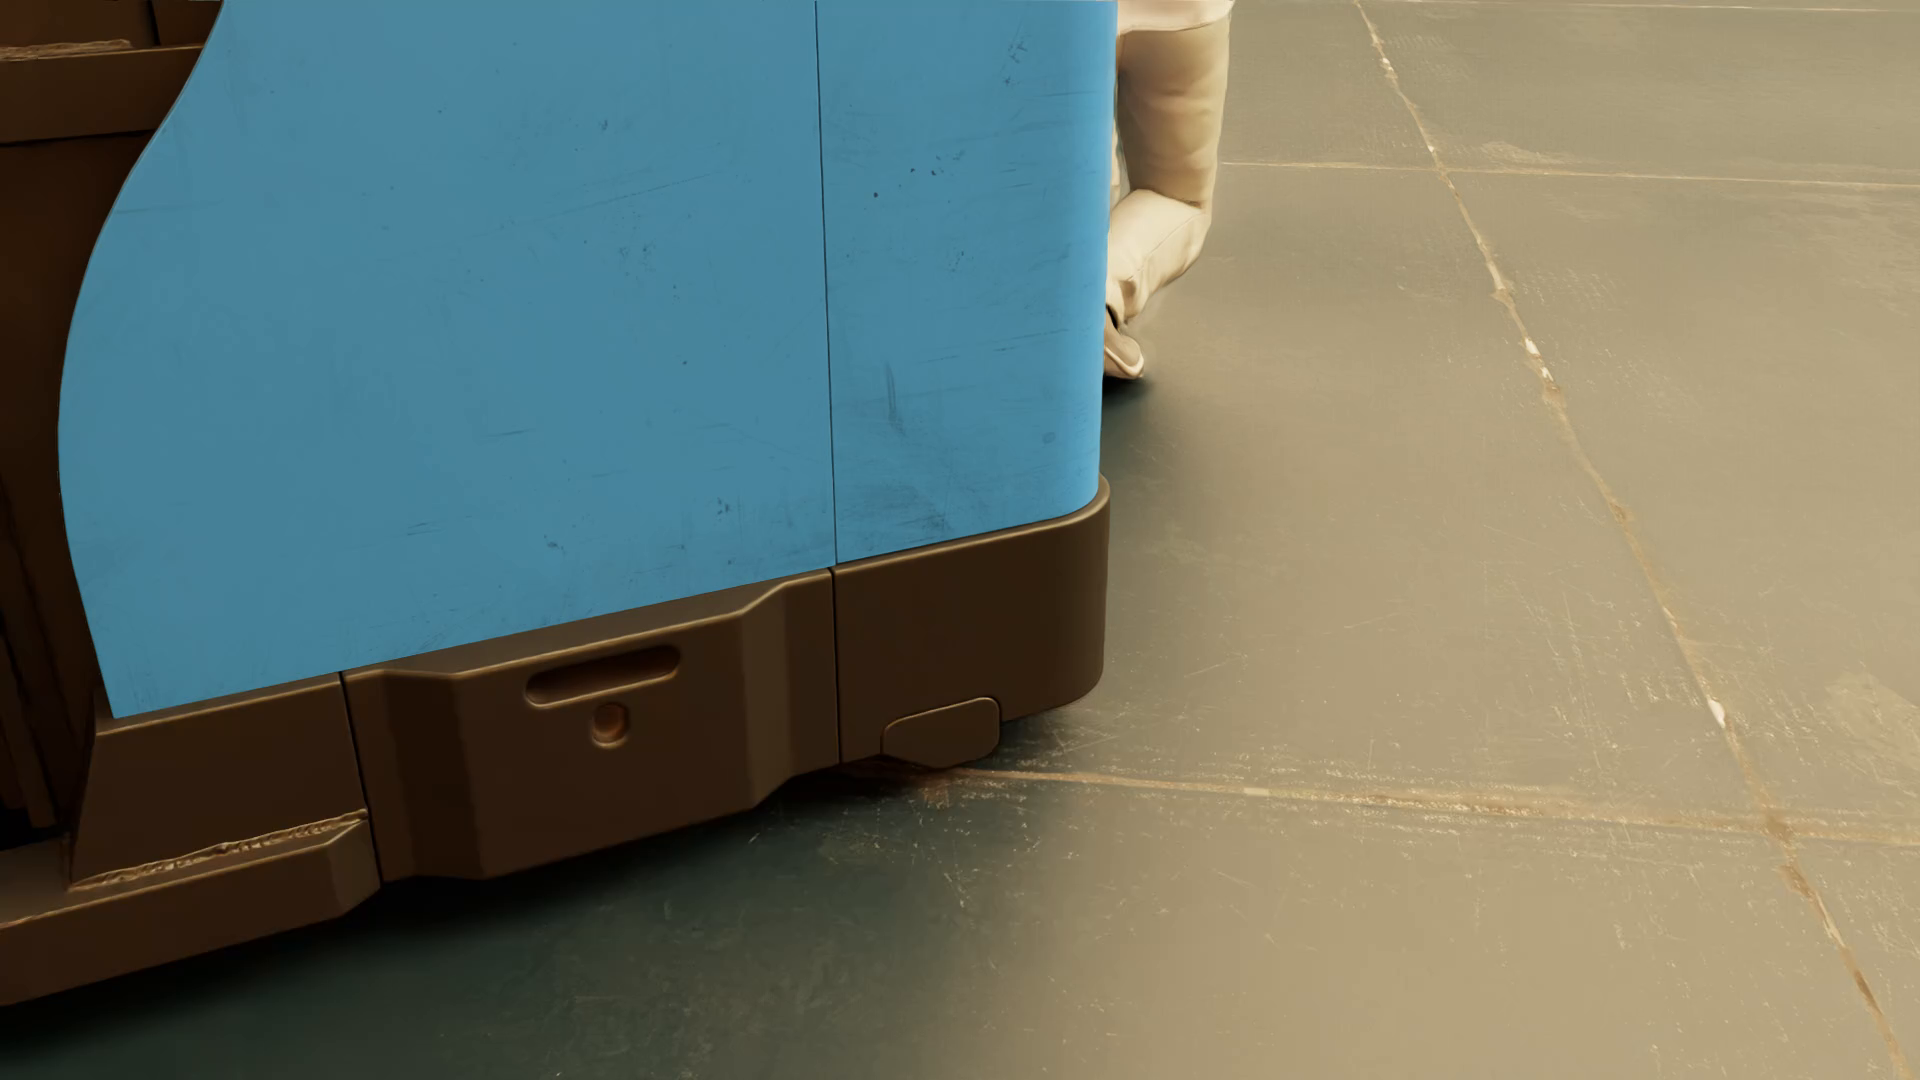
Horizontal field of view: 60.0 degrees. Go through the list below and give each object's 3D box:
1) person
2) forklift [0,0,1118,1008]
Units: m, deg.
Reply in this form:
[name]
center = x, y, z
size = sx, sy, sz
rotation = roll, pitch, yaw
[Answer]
[person]
center = 0.018, -1.062, 3.023
size = 0.984, 1.474, 0.956
rotation = -1, 27, -2
[forklift]
center = -1.383, -0.991, 1.203
size = 3.031, 2.935, 1.130
rotation = -12, 29, -23
